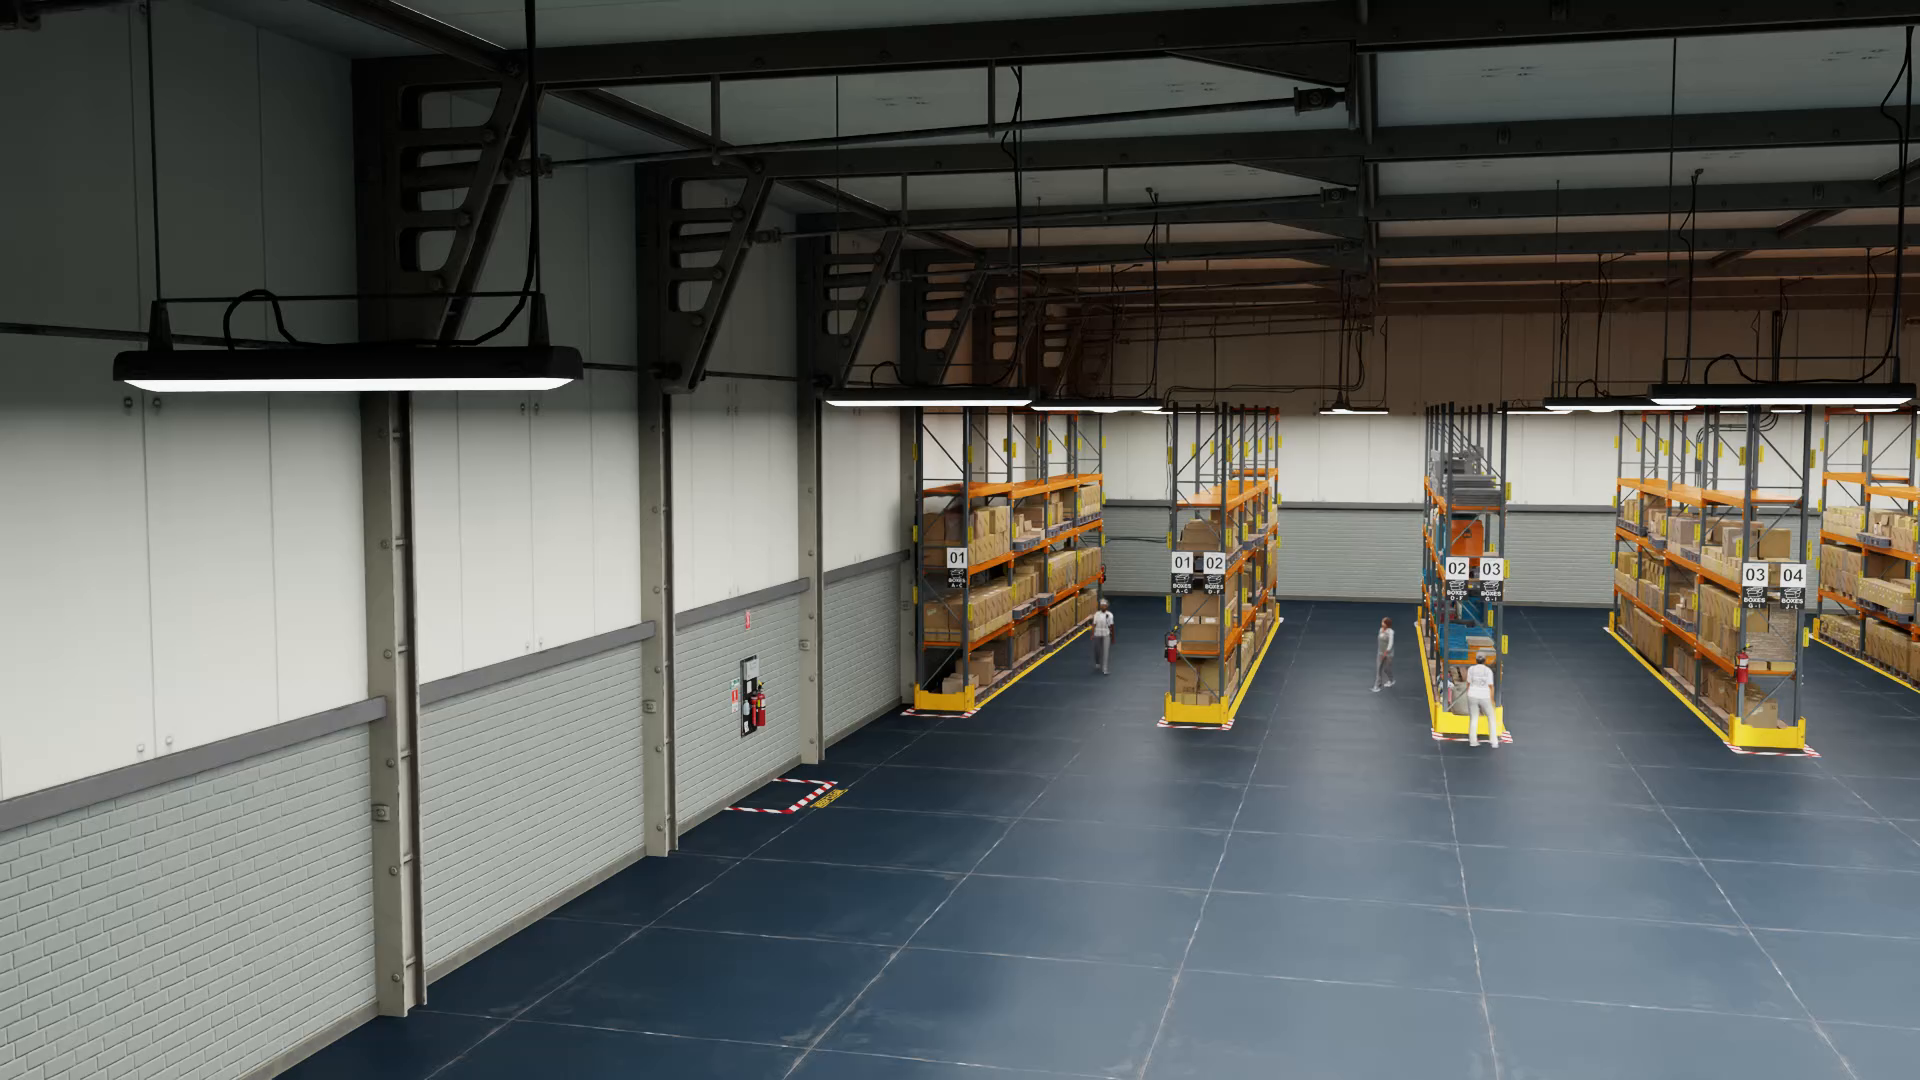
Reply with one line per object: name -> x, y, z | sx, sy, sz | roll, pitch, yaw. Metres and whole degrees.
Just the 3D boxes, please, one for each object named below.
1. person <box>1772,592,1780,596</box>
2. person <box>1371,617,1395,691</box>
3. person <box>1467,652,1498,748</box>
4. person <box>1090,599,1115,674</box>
person -> 21.888, 1.613, 44.470 | 0.499, 1.632, 0.953 | 3, 5, 38
person -> 8.916, 2.372, 34.704 | 0.889, 1.542, 0.406 | -4, 6, -44
person -> 9.070, 2.786, 28.843 | 0.545, 1.710, 0.430 | 3, 5, 35
person -> 3.202, 2.146, 37.304 | 0.534, 1.649, 0.964 | 1, 4, 7
